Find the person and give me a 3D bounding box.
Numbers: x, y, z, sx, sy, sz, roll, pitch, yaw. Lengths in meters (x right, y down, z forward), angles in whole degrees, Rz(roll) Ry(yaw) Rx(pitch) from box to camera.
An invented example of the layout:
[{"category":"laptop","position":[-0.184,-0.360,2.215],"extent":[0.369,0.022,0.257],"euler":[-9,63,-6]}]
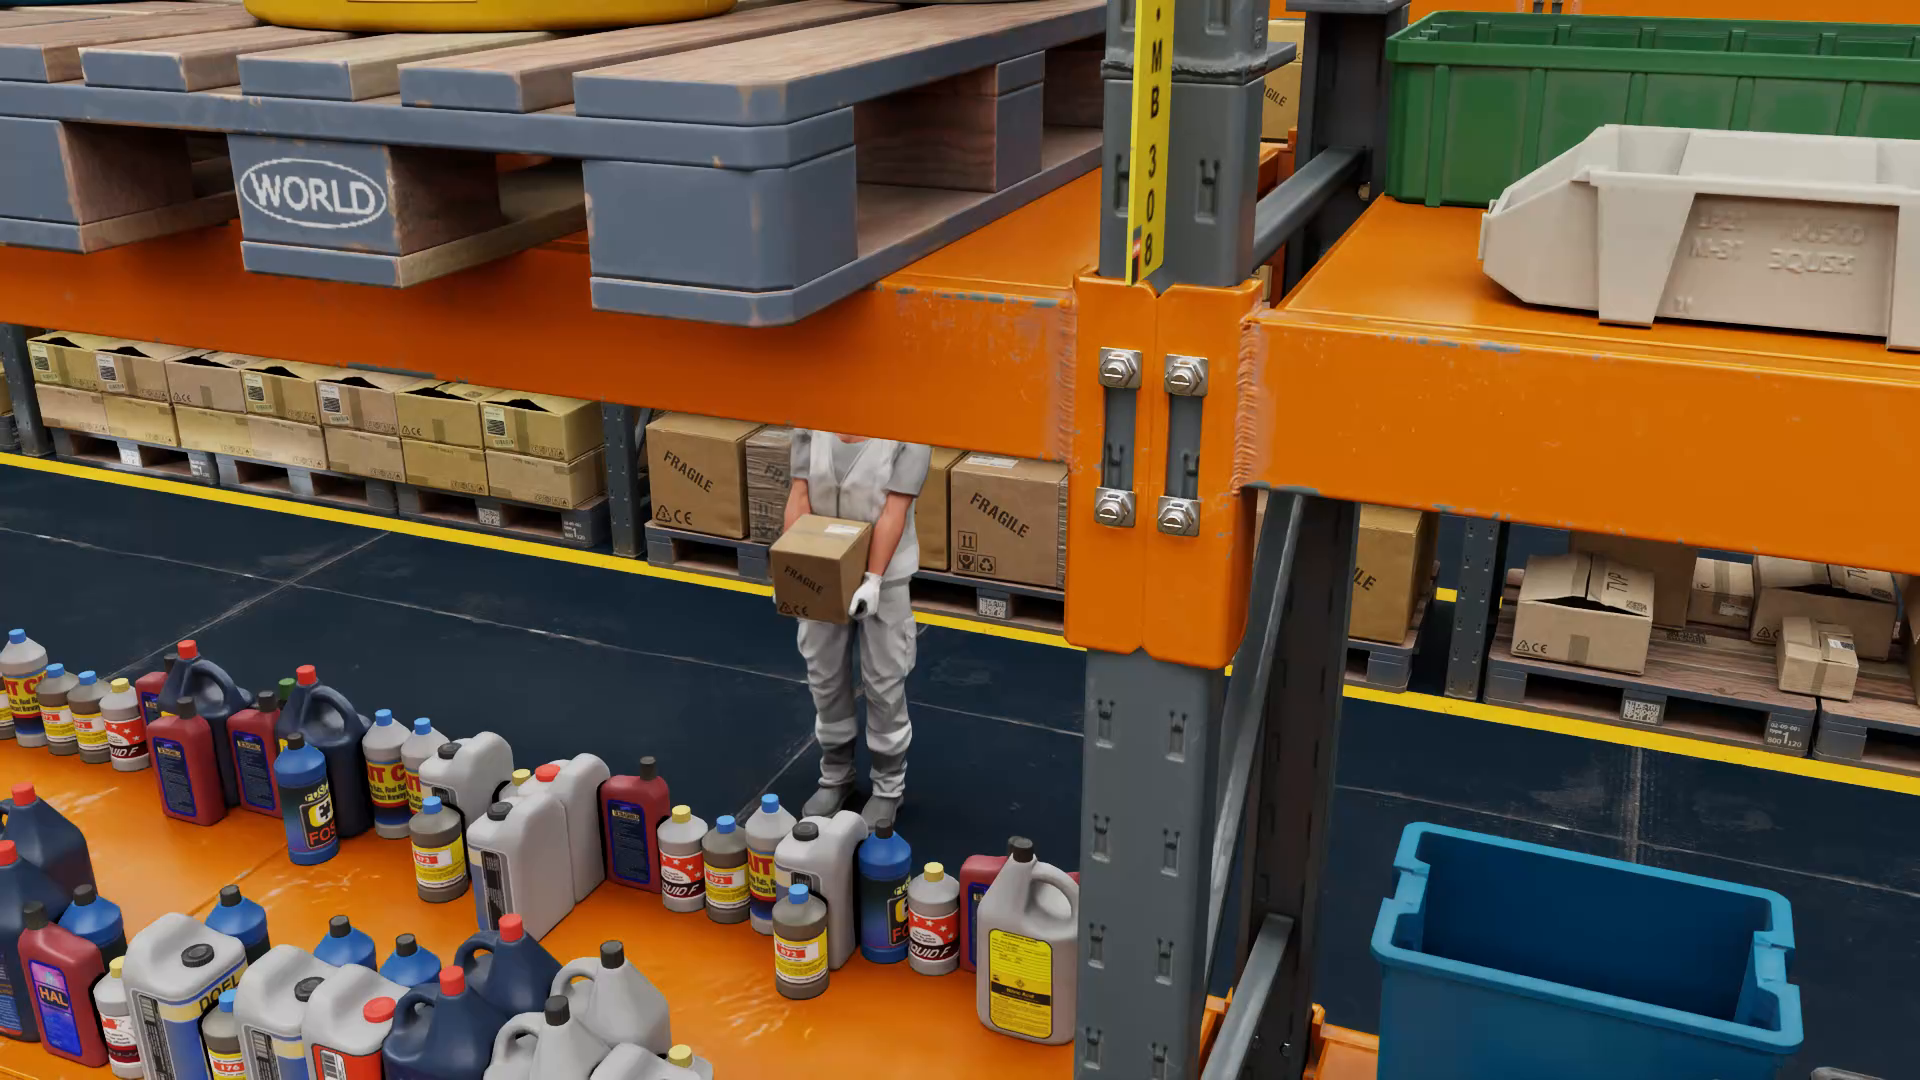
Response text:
[{"category":"person","position":[-0.369,0.163,5.657],"extent":[0.495,1.787,0.553],"euler":[8,24,20]}]
